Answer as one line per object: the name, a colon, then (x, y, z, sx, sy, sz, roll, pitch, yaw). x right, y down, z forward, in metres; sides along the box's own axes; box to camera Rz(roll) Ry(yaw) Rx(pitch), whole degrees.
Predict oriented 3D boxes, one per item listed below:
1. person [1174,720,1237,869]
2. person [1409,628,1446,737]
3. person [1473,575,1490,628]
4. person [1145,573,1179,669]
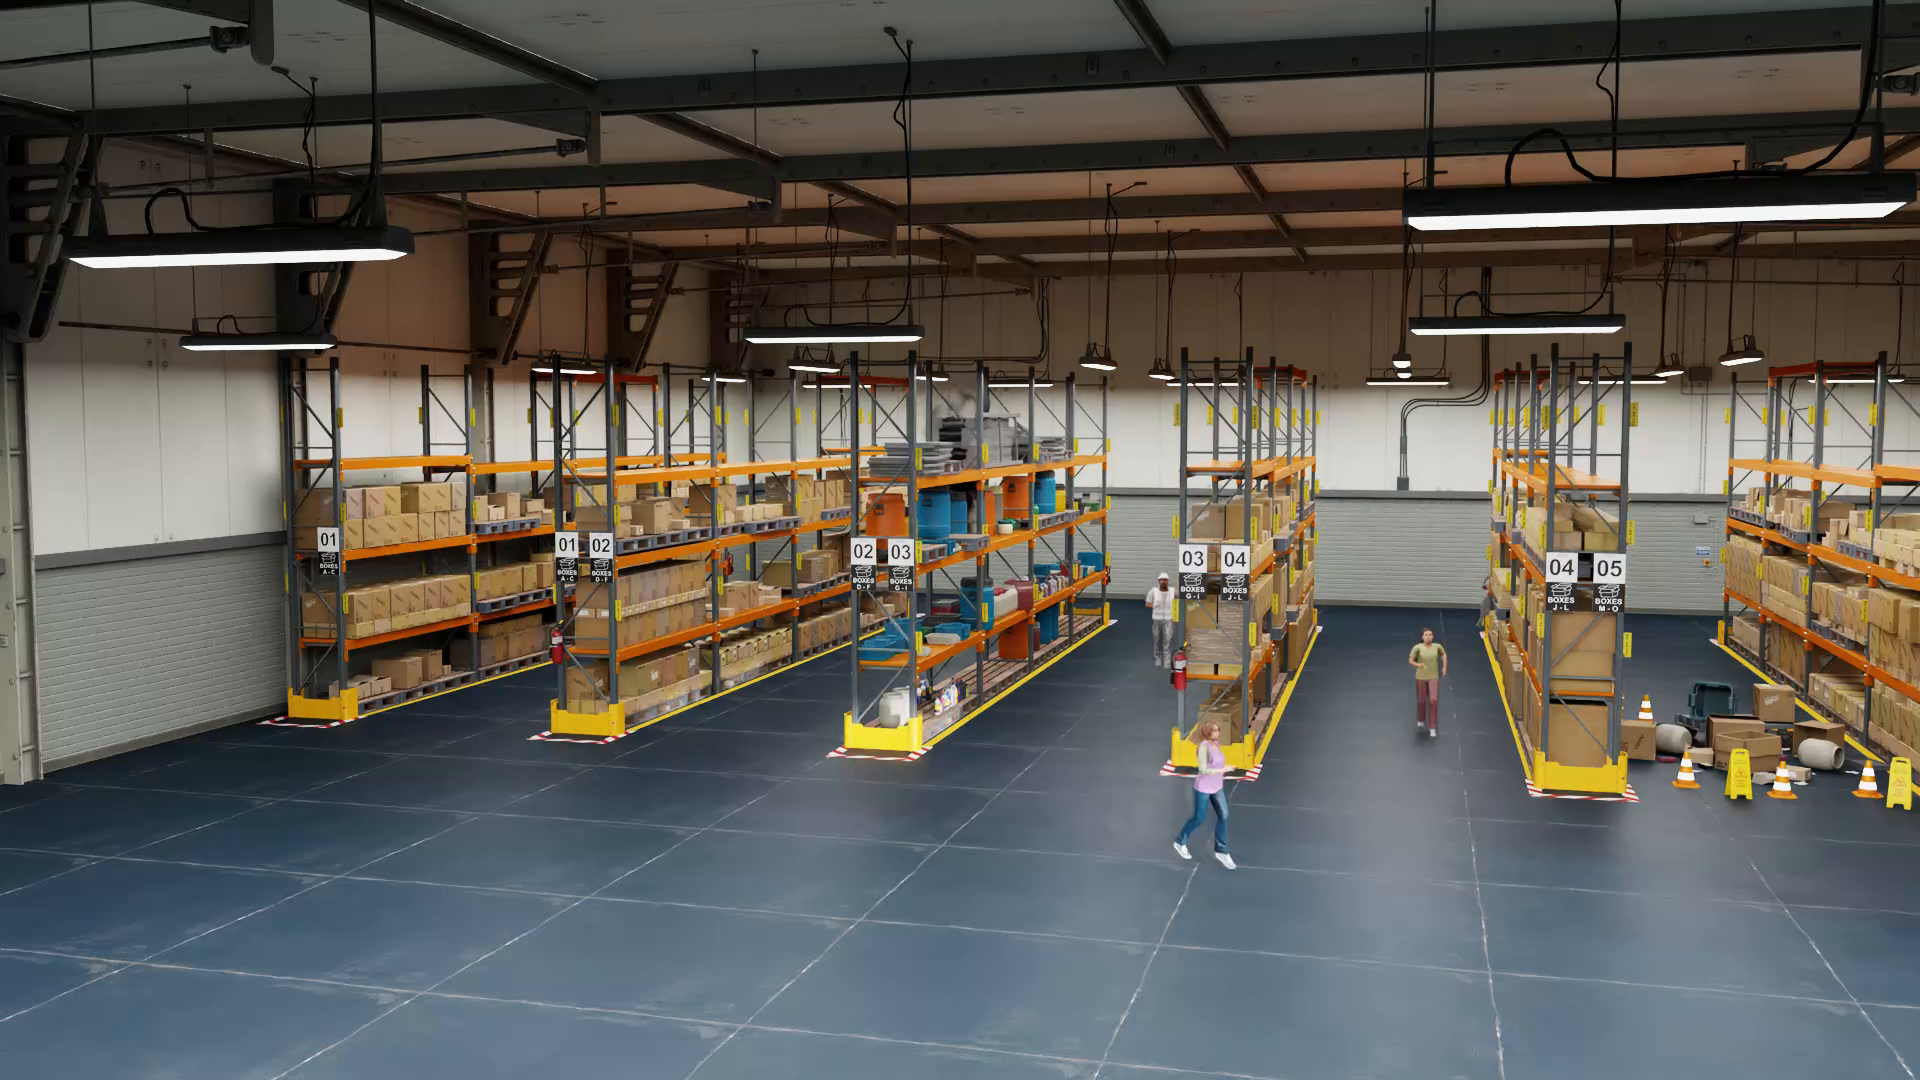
person: (2.748, 2.829, 18.600, 0.770, 1.649, 0.530, 4, 5, 40)
person: (7.403, 2.247, 26.352, 0.594, 1.743, 0.729, 1, 4, 11)
person: (12.485, 1.304, 39.271, 0.738, 1.665, 0.715, 2, 5, 24)
person: (3.831, 1.529, 31.303, 0.695, 1.819, 0.907, 0, 4, 7)
